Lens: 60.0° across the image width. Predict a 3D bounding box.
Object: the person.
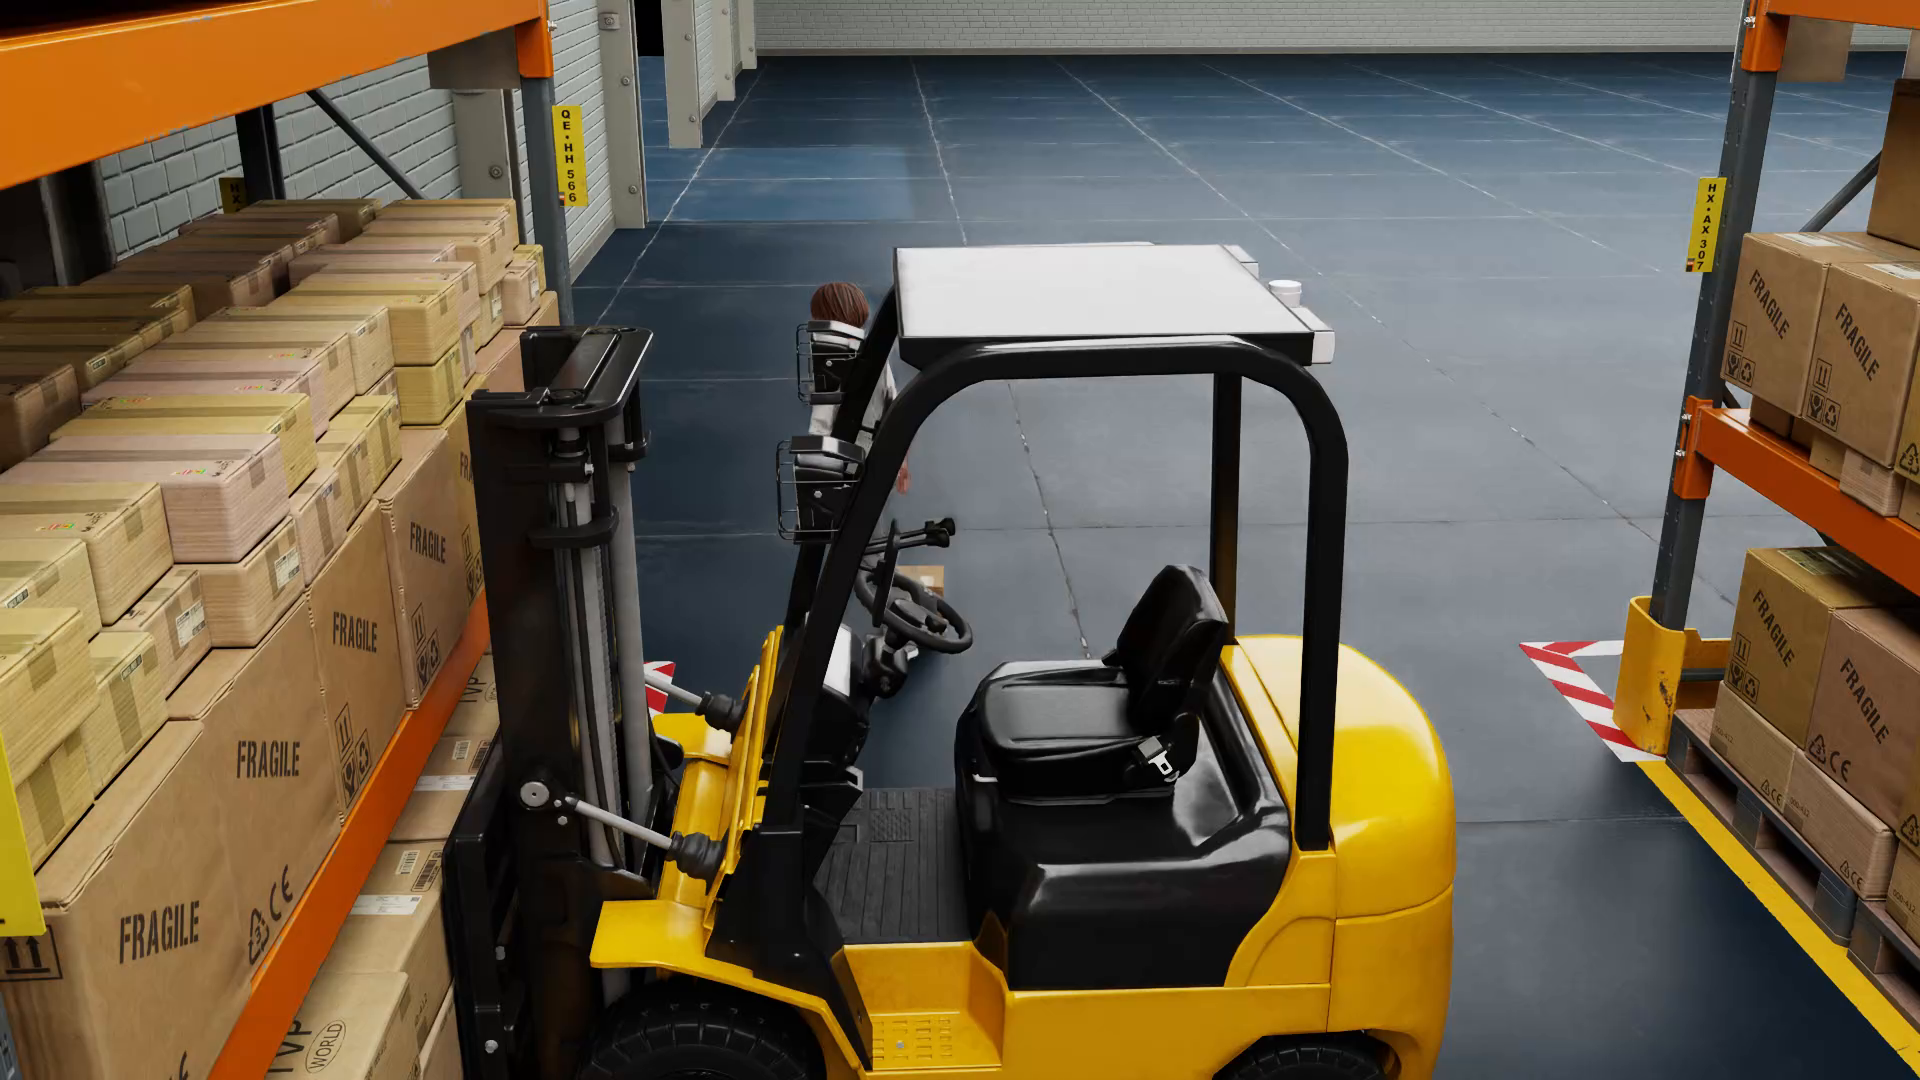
[{"bbox_3d":[-0.377,-0.265,6.733,0.474,1.583,0.513,13,25,32],"label":"person"}]
